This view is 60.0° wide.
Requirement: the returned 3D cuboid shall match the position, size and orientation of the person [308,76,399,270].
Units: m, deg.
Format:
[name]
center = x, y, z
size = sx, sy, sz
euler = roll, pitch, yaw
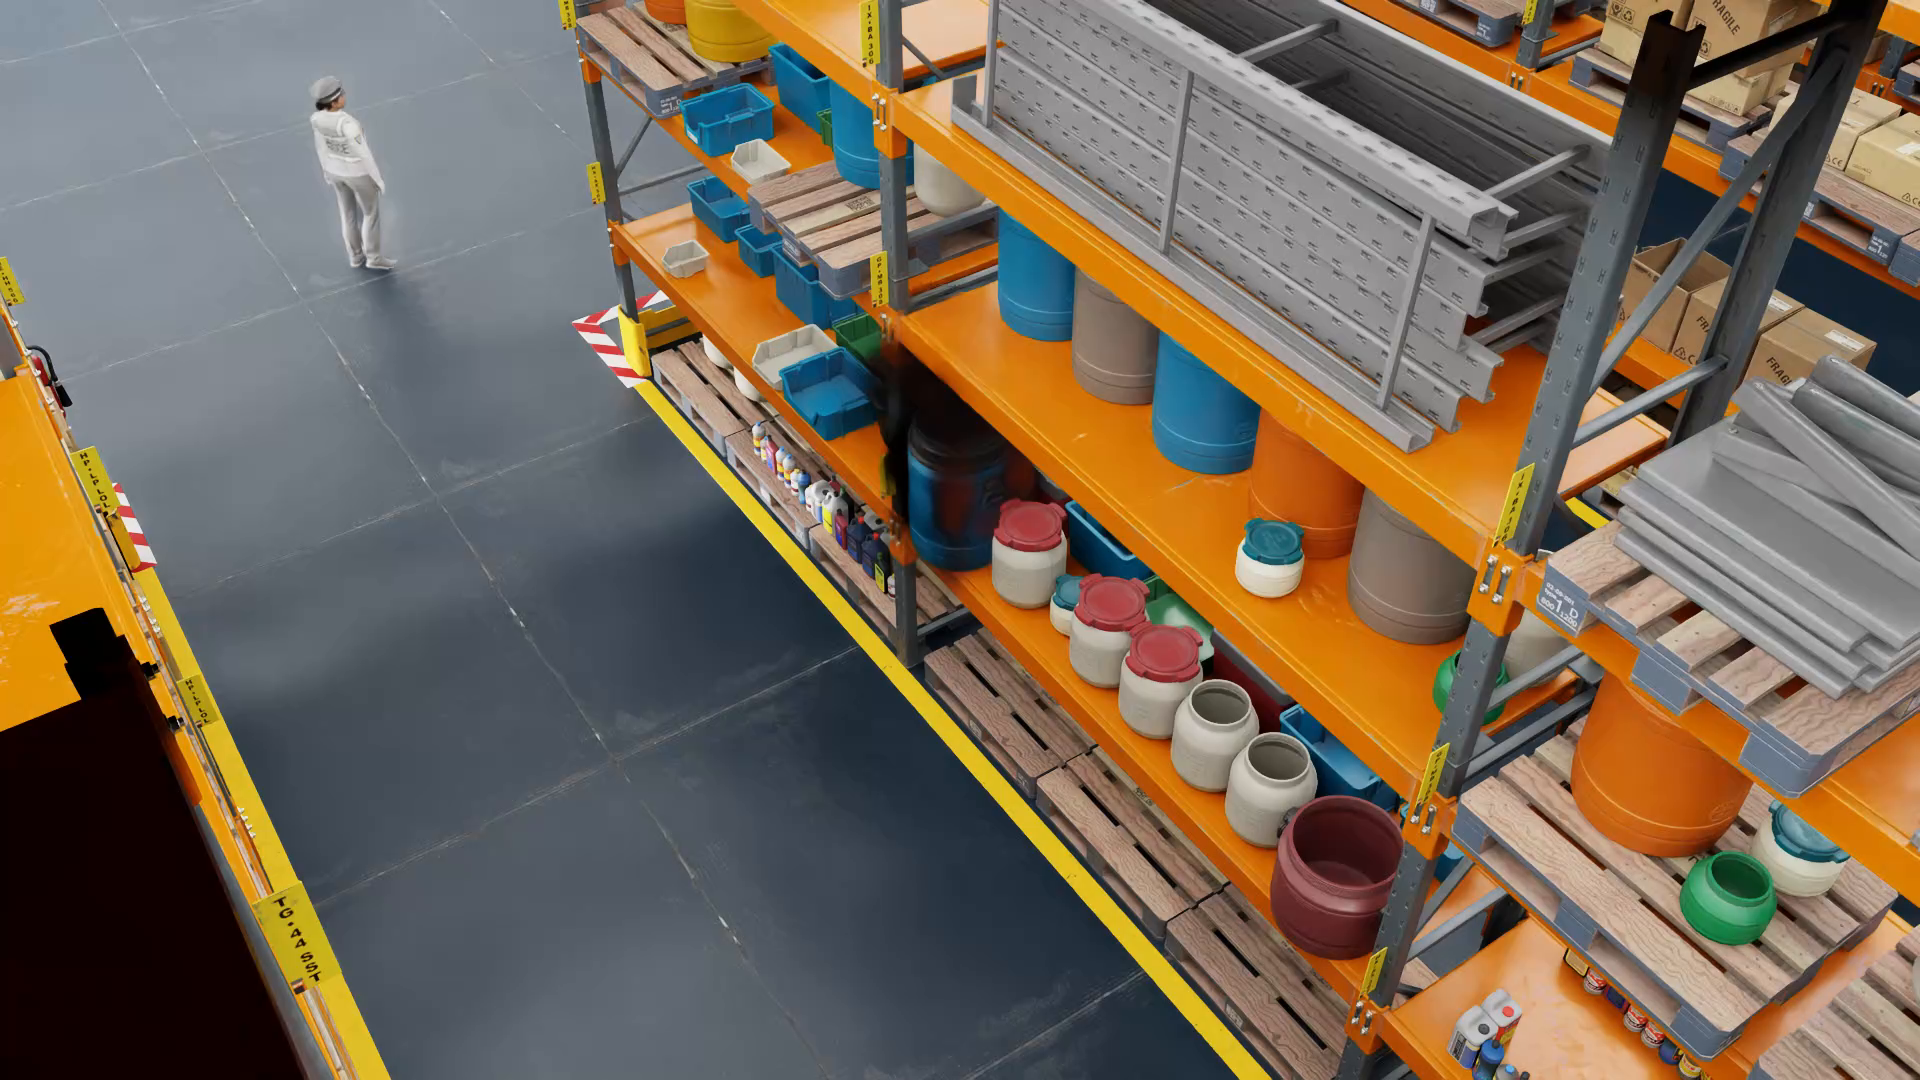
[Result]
[person]
center = -5.064, -3.024, 13.826
size = 0.583, 1.723, 0.364
euler = 16, 45, 17
